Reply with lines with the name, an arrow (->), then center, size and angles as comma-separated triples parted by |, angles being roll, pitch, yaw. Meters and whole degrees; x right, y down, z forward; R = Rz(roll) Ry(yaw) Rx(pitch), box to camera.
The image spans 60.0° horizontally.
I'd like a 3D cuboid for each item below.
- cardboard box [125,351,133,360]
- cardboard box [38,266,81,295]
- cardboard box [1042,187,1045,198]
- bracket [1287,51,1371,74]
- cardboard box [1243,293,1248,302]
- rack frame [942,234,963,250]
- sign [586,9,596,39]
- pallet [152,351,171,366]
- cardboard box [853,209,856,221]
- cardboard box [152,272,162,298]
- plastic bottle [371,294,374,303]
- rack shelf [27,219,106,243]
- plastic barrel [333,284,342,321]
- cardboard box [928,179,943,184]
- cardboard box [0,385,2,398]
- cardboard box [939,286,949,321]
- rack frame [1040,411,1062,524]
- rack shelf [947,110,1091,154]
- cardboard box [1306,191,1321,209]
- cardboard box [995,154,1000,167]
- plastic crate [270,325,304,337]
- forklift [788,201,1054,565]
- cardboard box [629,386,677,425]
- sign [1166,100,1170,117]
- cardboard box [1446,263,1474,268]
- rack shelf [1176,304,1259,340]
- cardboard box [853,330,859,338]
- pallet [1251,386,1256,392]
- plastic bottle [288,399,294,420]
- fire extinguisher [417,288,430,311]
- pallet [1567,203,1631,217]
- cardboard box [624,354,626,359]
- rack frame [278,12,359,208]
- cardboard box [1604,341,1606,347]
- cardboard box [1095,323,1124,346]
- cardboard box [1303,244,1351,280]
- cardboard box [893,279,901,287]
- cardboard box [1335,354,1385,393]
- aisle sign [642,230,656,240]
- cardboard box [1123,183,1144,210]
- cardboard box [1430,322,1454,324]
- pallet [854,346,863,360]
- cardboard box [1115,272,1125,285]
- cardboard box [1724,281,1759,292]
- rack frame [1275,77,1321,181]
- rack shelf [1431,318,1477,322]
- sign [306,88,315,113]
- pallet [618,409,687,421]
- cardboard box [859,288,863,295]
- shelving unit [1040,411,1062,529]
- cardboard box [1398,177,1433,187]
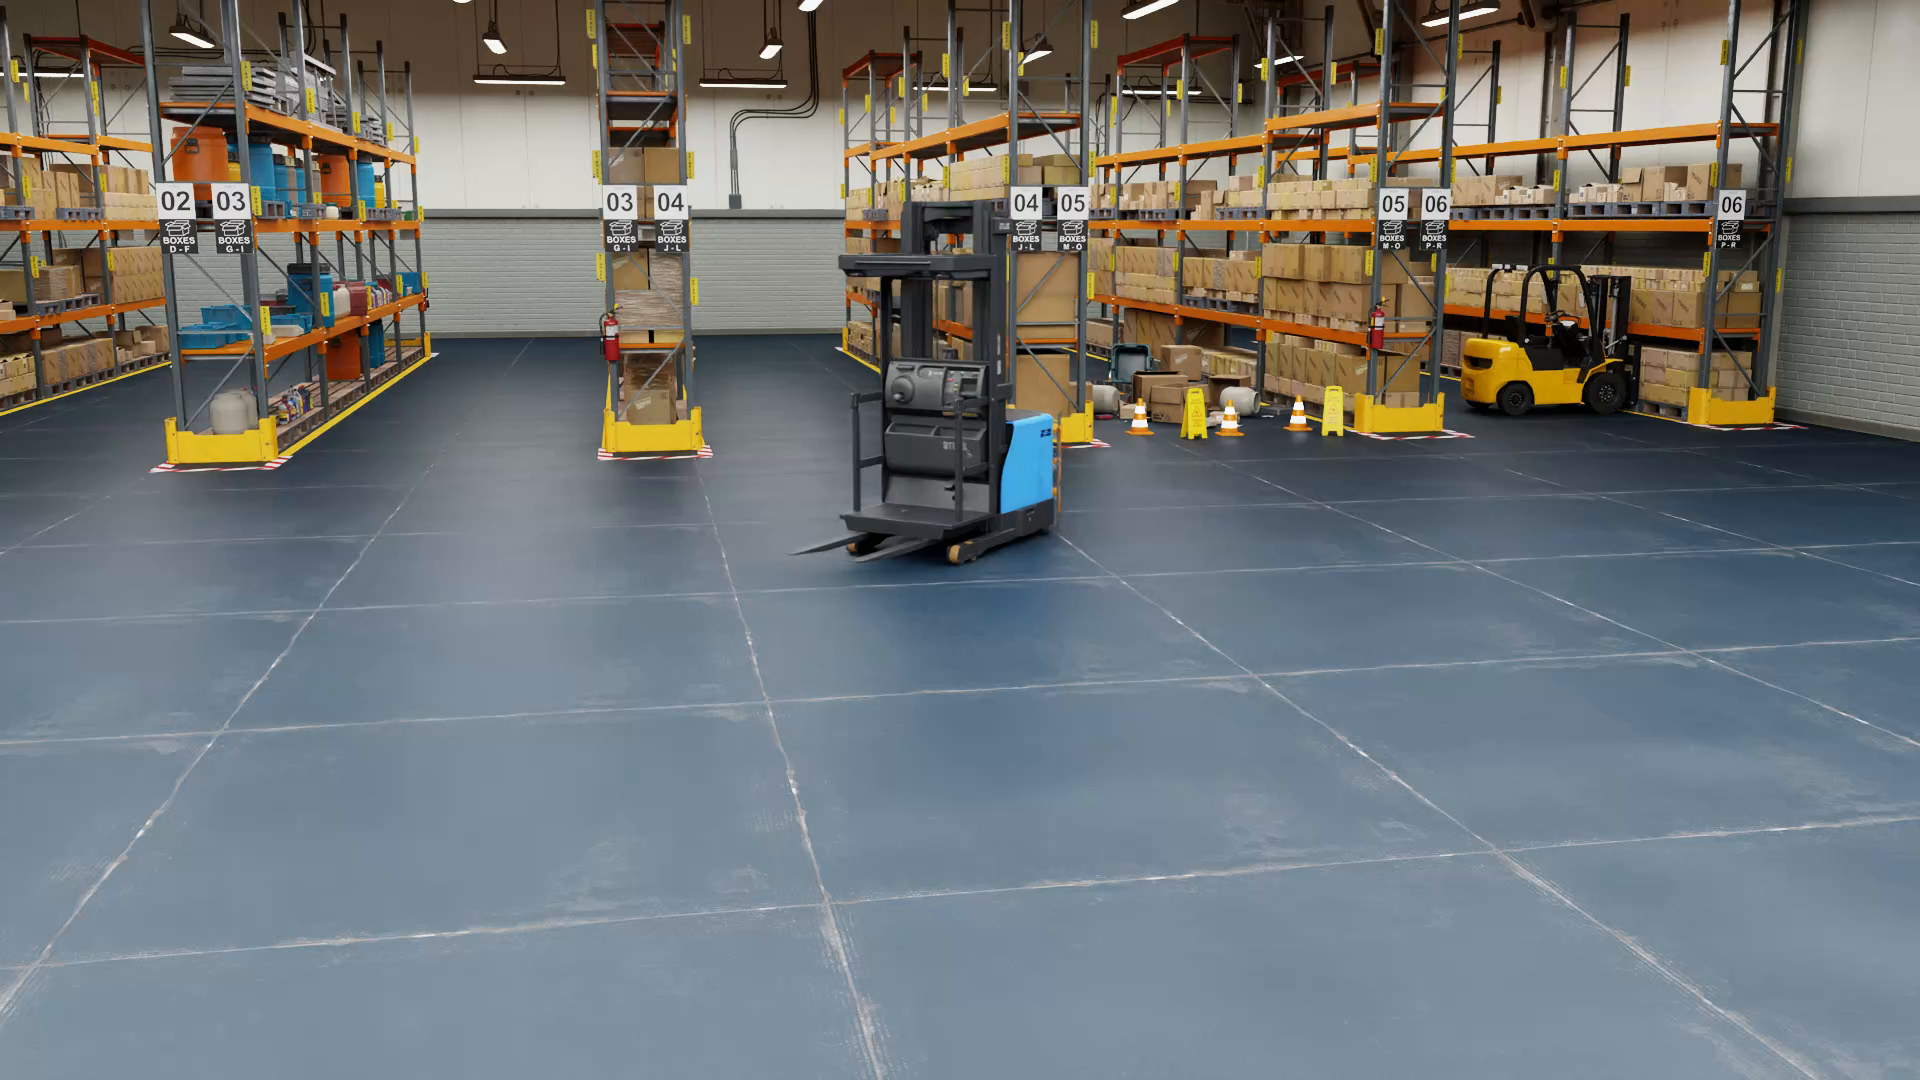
cardboard box -> -15.877, -3.493, 31.426 | 0.380, 0.166, 0.250 | -2, 11, -11
cardboard box -> -15.957, -4.586, 29.377 | 0.700, 0.500, 0.500 | -6, 12, -30
cardboard box -> 1.257, -4.519, 21.674 | 0.380, 0.149, 0.250 | -2, 11, -11
bracket -> 8.296, -10.738, 37.419 | 0.076, 0.066, 4.783 | -2, 11, -11
cardboard box -> 4.760, -3.894, 26.683 | 0.380, 0.149, 0.250 | -2, 11, -13
rack frame -> -0.449, -4.213, 28.810 | 1.000, 3.000, 0.127 | -2, 11, -11
sign -> -4.326, -6.051, 19.501 | 0.100, 0.325, 0.005 | -2, 11, -11
pallet -> -16.437, -3.629, 33.198 | 1.003, 0.211, 1.213 | -2, 11, -11
cardboard box -> -1.957, -6.798, 34.768 | 0.500, 0.250, 0.500 | -2, 11, -13
cardboard box -> -16.149, -5.041, 32.891 | 0.500, 0.500, 0.500 | -2, 11, -11
plastic bottle -> -10.179, -4.133, 28.734 | 0.097, 0.271, 0.097 | 0, 11, 0
rack shelf -> -15.440, -5.179, 27.784 | 1.077, 0.370, 4.000 | -2, 11, -11
plastic barrel -> -9.612, -3.602, 25.233 | 0.433, 0.535, 0.433 | 0, 11, 0
cardboard box -> -0.357, -6.291, 29.387 | 0.396, 0.266, 0.258 | -2, 11, -11
cardboard box -> -14.408, -2.179, 24.351 | 0.500, 0.250, 0.500 | -2, 11, -10
cardboard box -> -0.034, -3.615, 25.398 | 0.500, 0.500, 0.500 | -2, 11, -11
rack frame -> 0.835, -0.669, 15.403 | 0.200, 1.050, 0.008 | 1, 11, 7
rack shelf -> 0.718, -5.510, 22.572 | 1.077, 0.370, 4.000 | -2, 11, -11
cardboard box -> 5.277, -4.854, 23.761 | 0.500, 0.250, 0.500 | -2, 11, -10
cardboard box -> 0.662, -4.838, 21.221 | 0.380, 0.149, 0.250 | -2, 11, -11
plastic crate -> -8.850, -2.719, 21.667 | 0.530, 0.136, 0.437 | -2, 11, -11
forklift -> -0.311, -1.329, 13.842 | 1.130, 2.935, 3.031 | 6, 12, 29
cardboard box -> -3.883, -1.678, 21.050 | 0.500, 0.500, 0.500 | 0, 11, 0
sign -> 4.139, -8.612, 33.167 | 0.100, 0.325, 0.005 | -2, 11, -11
cardboard box -> 9.309, -4.948, 31.282 | 0.500, 0.500, 0.500 | -2, 11, -8
rack shelf -> 4.776, -3.691, 27.993 | 1.077, 0.370, 4.000 | -2, 11, -11
cardboard box -> -2.079, -4.382, 35.402 | 0.380, 0.149, 0.250 | -2, 11, -9
pallet -> 5.012, -2.451, 27.009 | 1.003, 0.211, 1.213 | -2, 11, -11
plastic bottle -> -8.769, -1.705, 21.751 | 0.097, 0.271, 0.097 | 0, 11, 0
fire extinguisher -> -11.331, -5.161, 34.996 | 0.296, 0.674, 0.183 | -2, 11, -11
pallet -> 10.225, -5.134, 25.861 | 1.003, 0.211, 1.213 | -2, 11, -11
cardboard box -> -5.063, -2.816, 26.978 | 0.700, 0.500, 0.500 | -3, 11, -16
rack frame -> -10.192, -6.818, 26.452 | 1.000, 3.000, 0.127 | -2, 11, -11
cardboard box -> 10.017, -2.921, 25.577 | 0.500, 0.250, 0.500 | -2, 11, -9
cardboard box -> 3.418, -4.376, 35.395 | 0.875, 0.438, 0.875 | -2, 11, -13
cardboard box -> 5.378, -3.996, 23.932 | 0.700, 0.500, 0.500 | -2, 11, -11
cardboard box -> -0.991, -4.516, 29.155 | 0.380, 0.149, 0.250 | -2, 11, -10
cardboard box -> 5.532, -2.306, 23.014 | 0.500, 0.500, 0.500 | -2, 11, -11
aisle sign -> -6.609, -6.820, 35.552 | 0.394, 0.787, 0.004 | -2, 11, -11
cardboard box -> 3.496, -6.702, 32.473 | 0.500, 0.500, 0.500 | -2, 11, -12
cardboard box -> 9.346, -4.142, 32.266 | 0.380, 0.149, 0.250 | -3, 11, -14
pallet -> -1.633, -3.923, 34.743 | 1.003, 0.211, 1.213 | -2, 11, -11
cardboard box -> 3.418, -5.226, 33.197 | 0.500, 0.250, 0.500 | -2, 11, -13
cardboard box -> 11.000, -3.565, 23.402 | 0.380, 0.149, 0.250 | -2, 11, -12
rack frame -> 7.699, -9.007, 37.953 | 1.000, 3.000, 0.127 | -2, 11, -11
rack shelf -> 8.866, -4.606, 32.799 | 1.077, 0.370, 4.000 | -2, 11, -11
sign -> -8.872, -6.000, 22.712 | 0.100, 0.325, 0.005 | -2, 11, -11
pallet -> -4.150, -1.602, 22.547 | 1.003, 0.211, 1.213 | -2, 11, -11
cardboard box -> -1.886, -5.151, 34.411 | 0.380, 0.149, 0.250 | -2, 11, -10
shelving unit -> 0.819, -0.646, 15.284 | 0.215, 1.050, 0.252 | 1, 11, 7
cardboard box -> 6.074, -4.759, 22.194 | 0.380, 0.149, 0.250 | -2, 11, -11
